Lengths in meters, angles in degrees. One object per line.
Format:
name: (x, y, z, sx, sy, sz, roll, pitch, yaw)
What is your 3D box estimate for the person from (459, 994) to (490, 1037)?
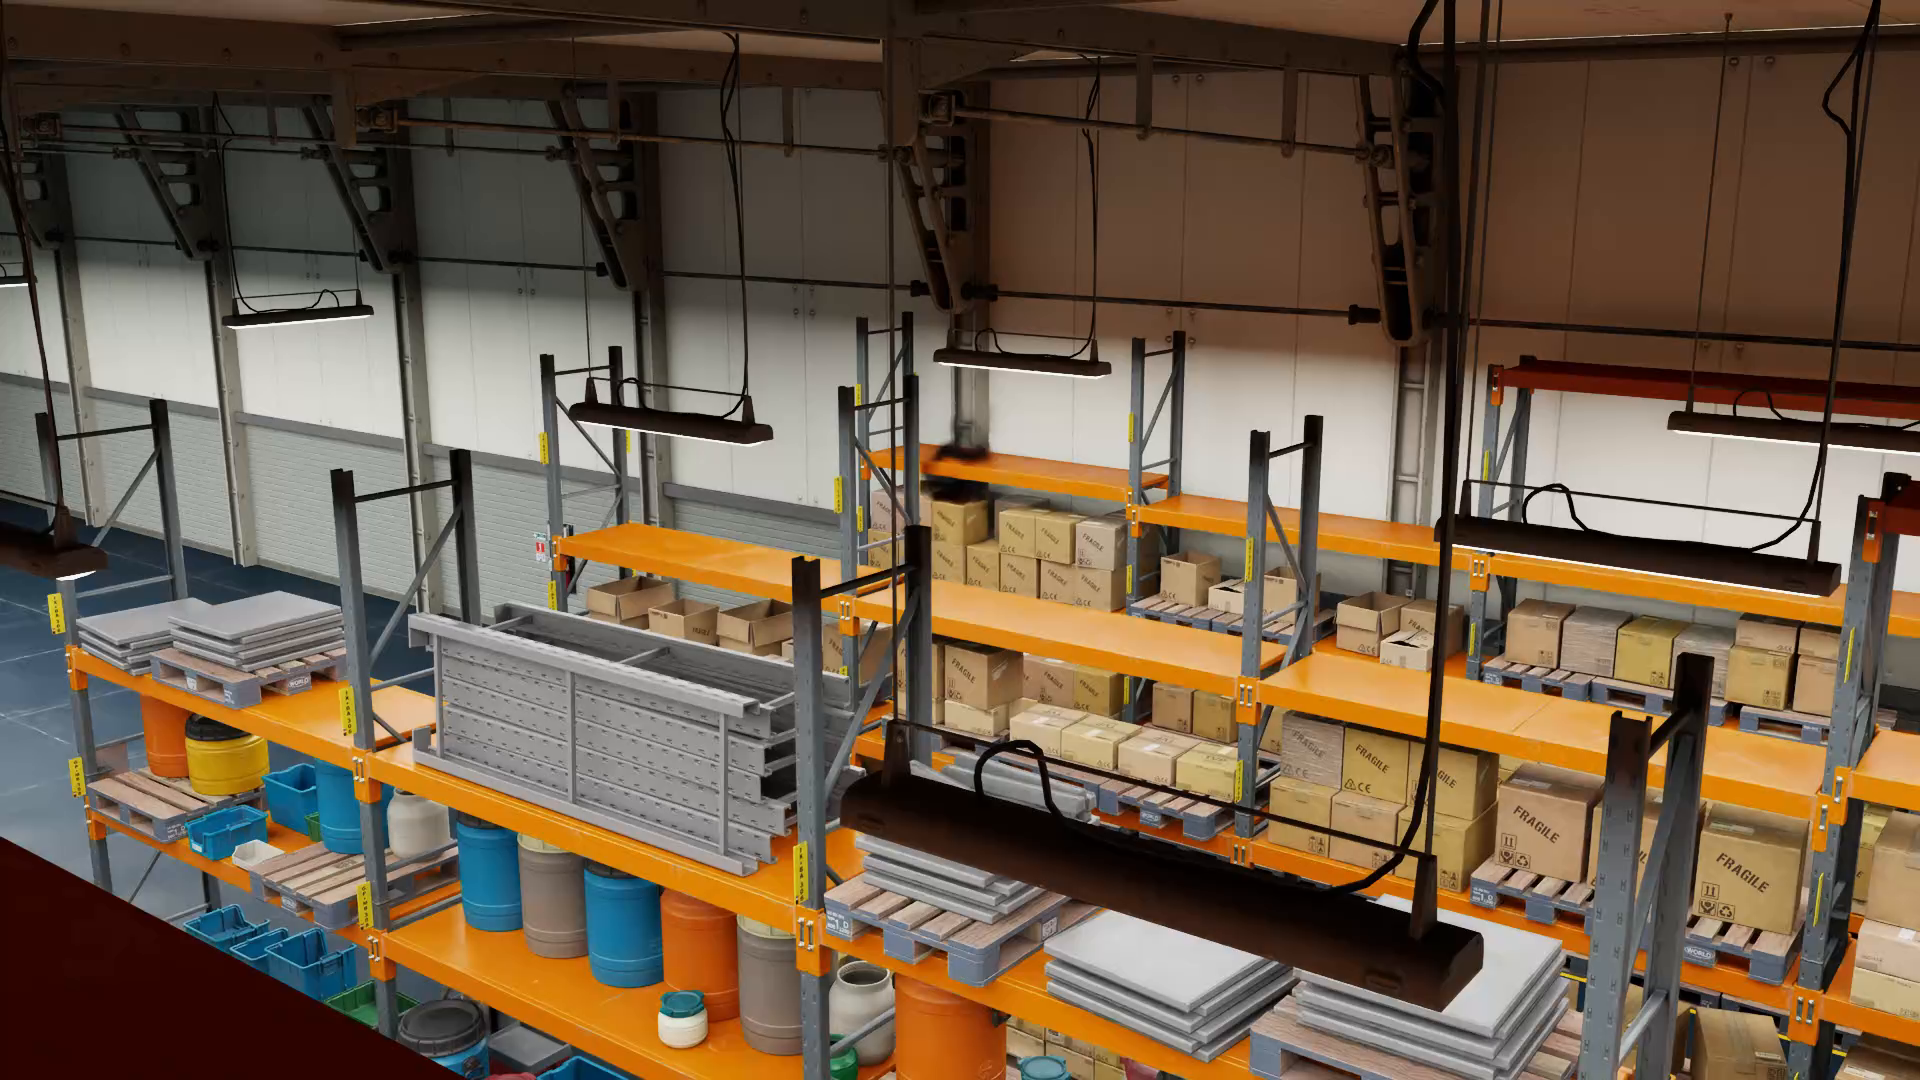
person: (-4.033, 3.998, 14.432, 0.593, 1.648, 0.603, 7, 15, 28)
